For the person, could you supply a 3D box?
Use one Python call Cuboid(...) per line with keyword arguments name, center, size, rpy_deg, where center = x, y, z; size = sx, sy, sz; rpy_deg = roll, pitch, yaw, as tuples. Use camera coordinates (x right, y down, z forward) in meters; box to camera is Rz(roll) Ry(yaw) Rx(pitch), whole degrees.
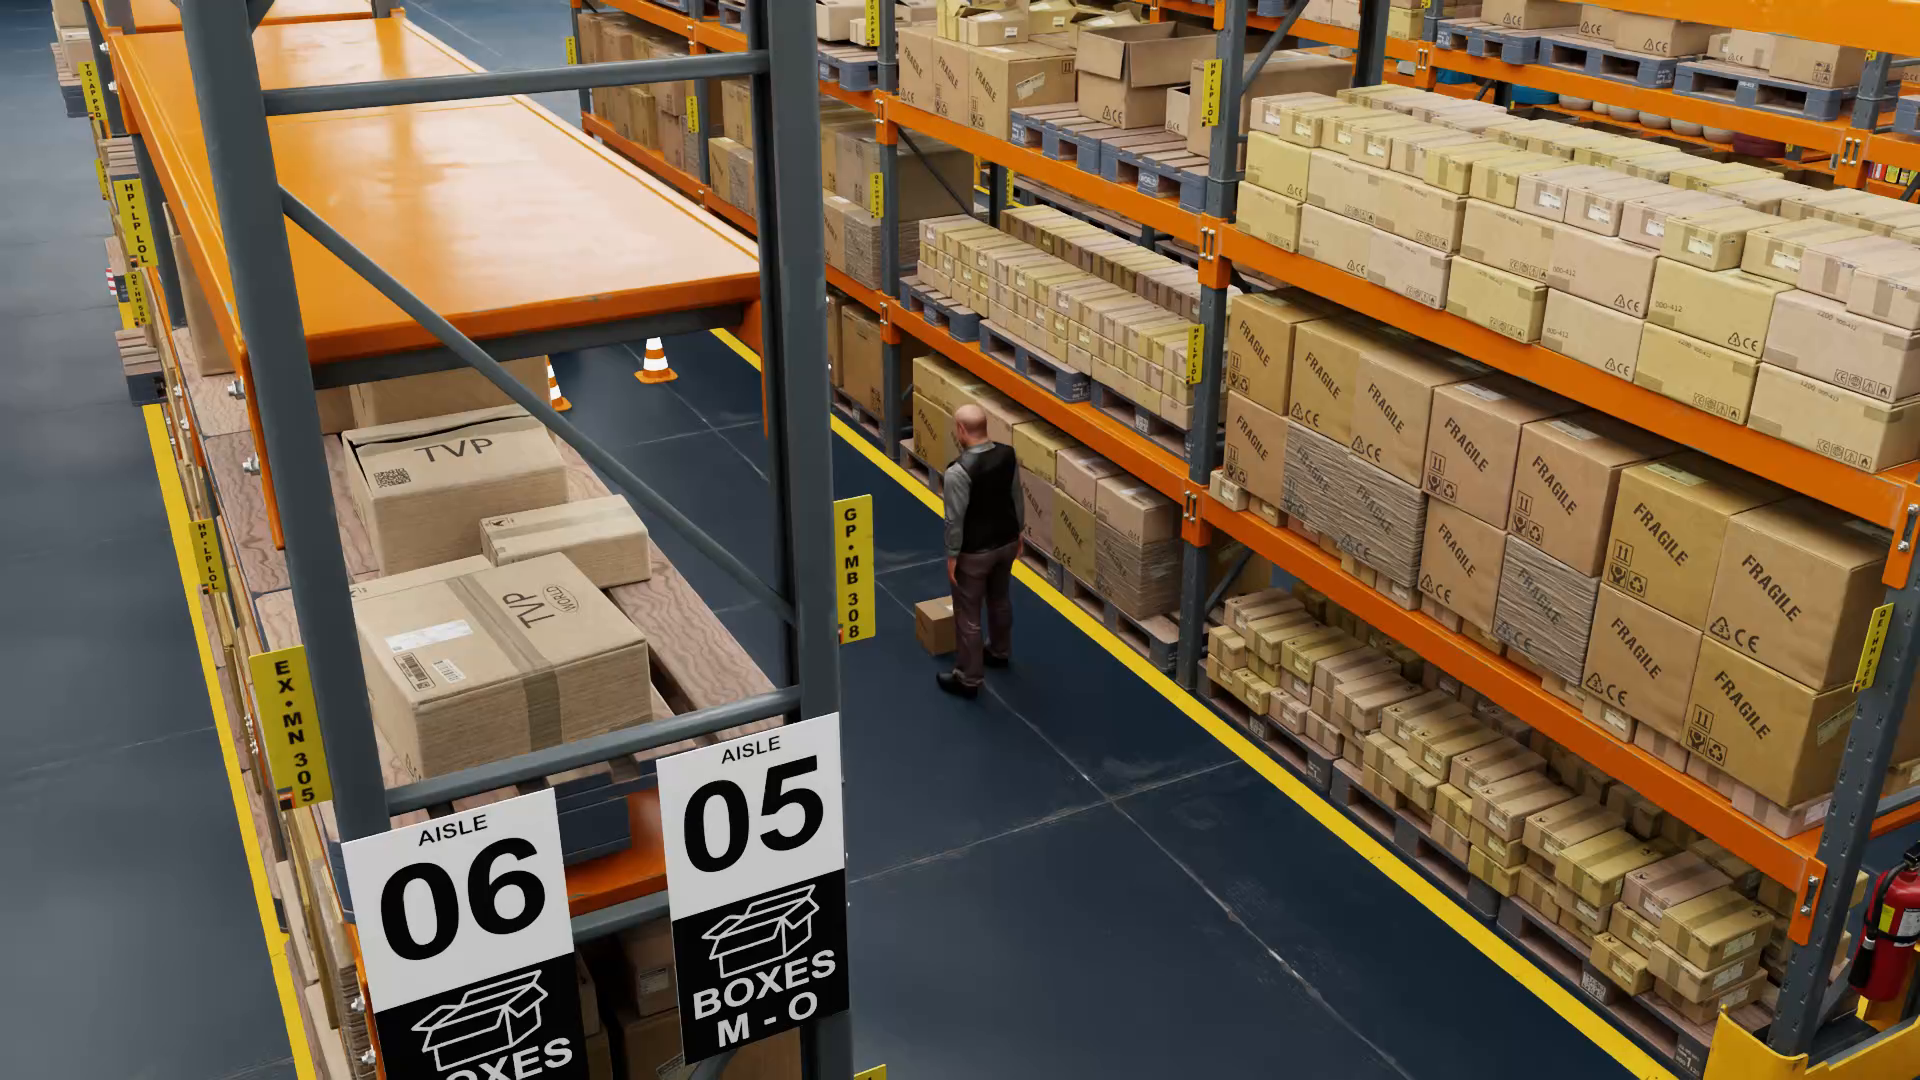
Cuboid(name="person", center=(0.090, 0.037, 9.562), size=(0.582, 1.706, 0.463), rpy_deg=(-20, 32, -36))
